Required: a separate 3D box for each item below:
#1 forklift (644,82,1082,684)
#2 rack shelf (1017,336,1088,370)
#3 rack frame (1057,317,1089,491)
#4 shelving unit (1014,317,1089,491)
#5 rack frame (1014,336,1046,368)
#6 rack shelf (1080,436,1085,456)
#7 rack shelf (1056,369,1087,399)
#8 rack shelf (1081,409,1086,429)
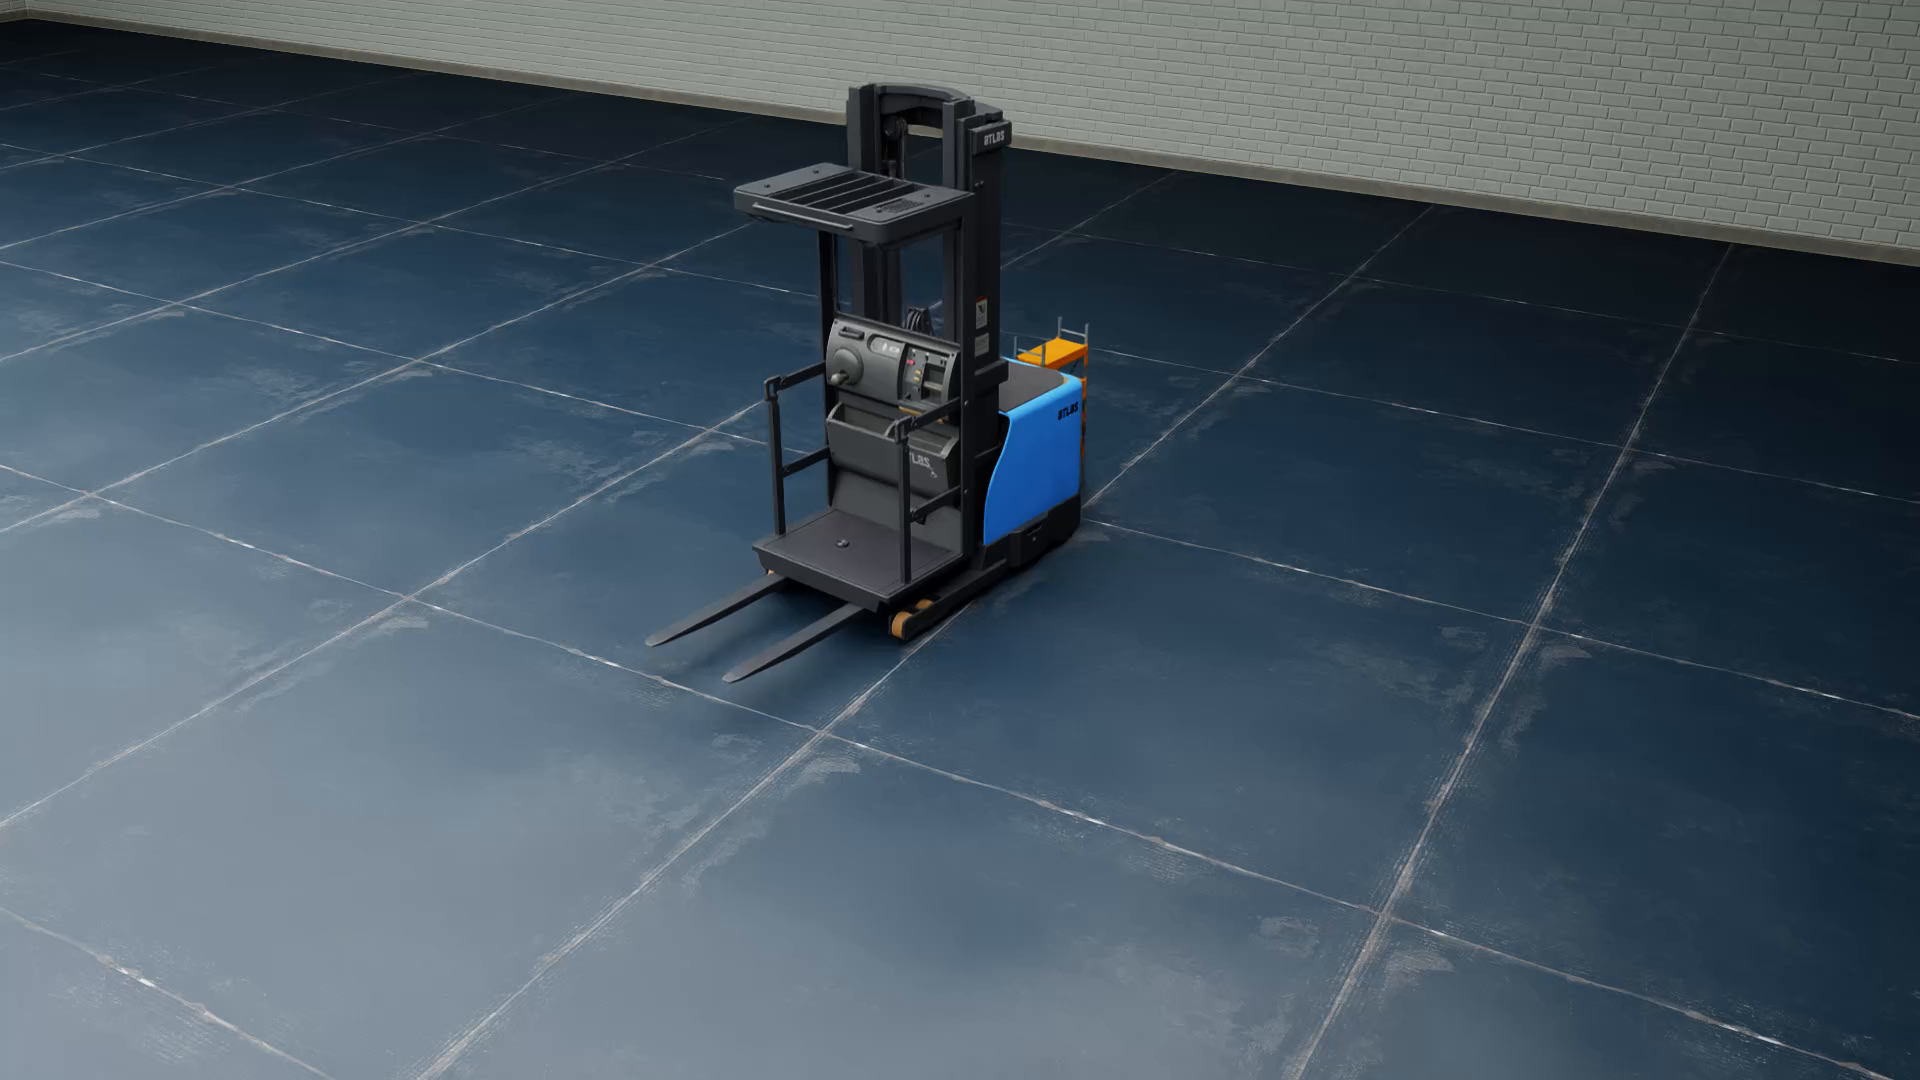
[{"bbox_3d":[-0.531,-0.982,9.437,1.130,2.935,3.031,20,33,34],"label":"forklift"},{"bbox_3d":[0.597,-1.176,10.880,0.258,0.148,0.480,20,33,34],"label":"rack shelf"},{"bbox_3d":[0.749,-0.910,11.227,0.240,1.200,0.015,20,33,34],"label":"rack frame"},{"bbox_3d":[0.597,-0.824,11.056,0.258,1.200,0.503,20,33,34],"label":"shelving unit"},{"bbox_3d":[0.445,-0.739,10.886,0.240,1.200,0.015,20,33,34],"label":"rack frame"},{"bbox_3d":[0.597,-0.587,11.175,0.258,0.148,0.480,20,33,34],"label":"rack shelf"},{"bbox_3d":[0.597,-0.964,10.986,0.258,0.148,0.480,20,33,34],"label":"rack shelf"},{"bbox_3d":[0.597,-0.764,11.086,0.258,0.148,0.480,20,33,34],"label":"rack shelf"}]
